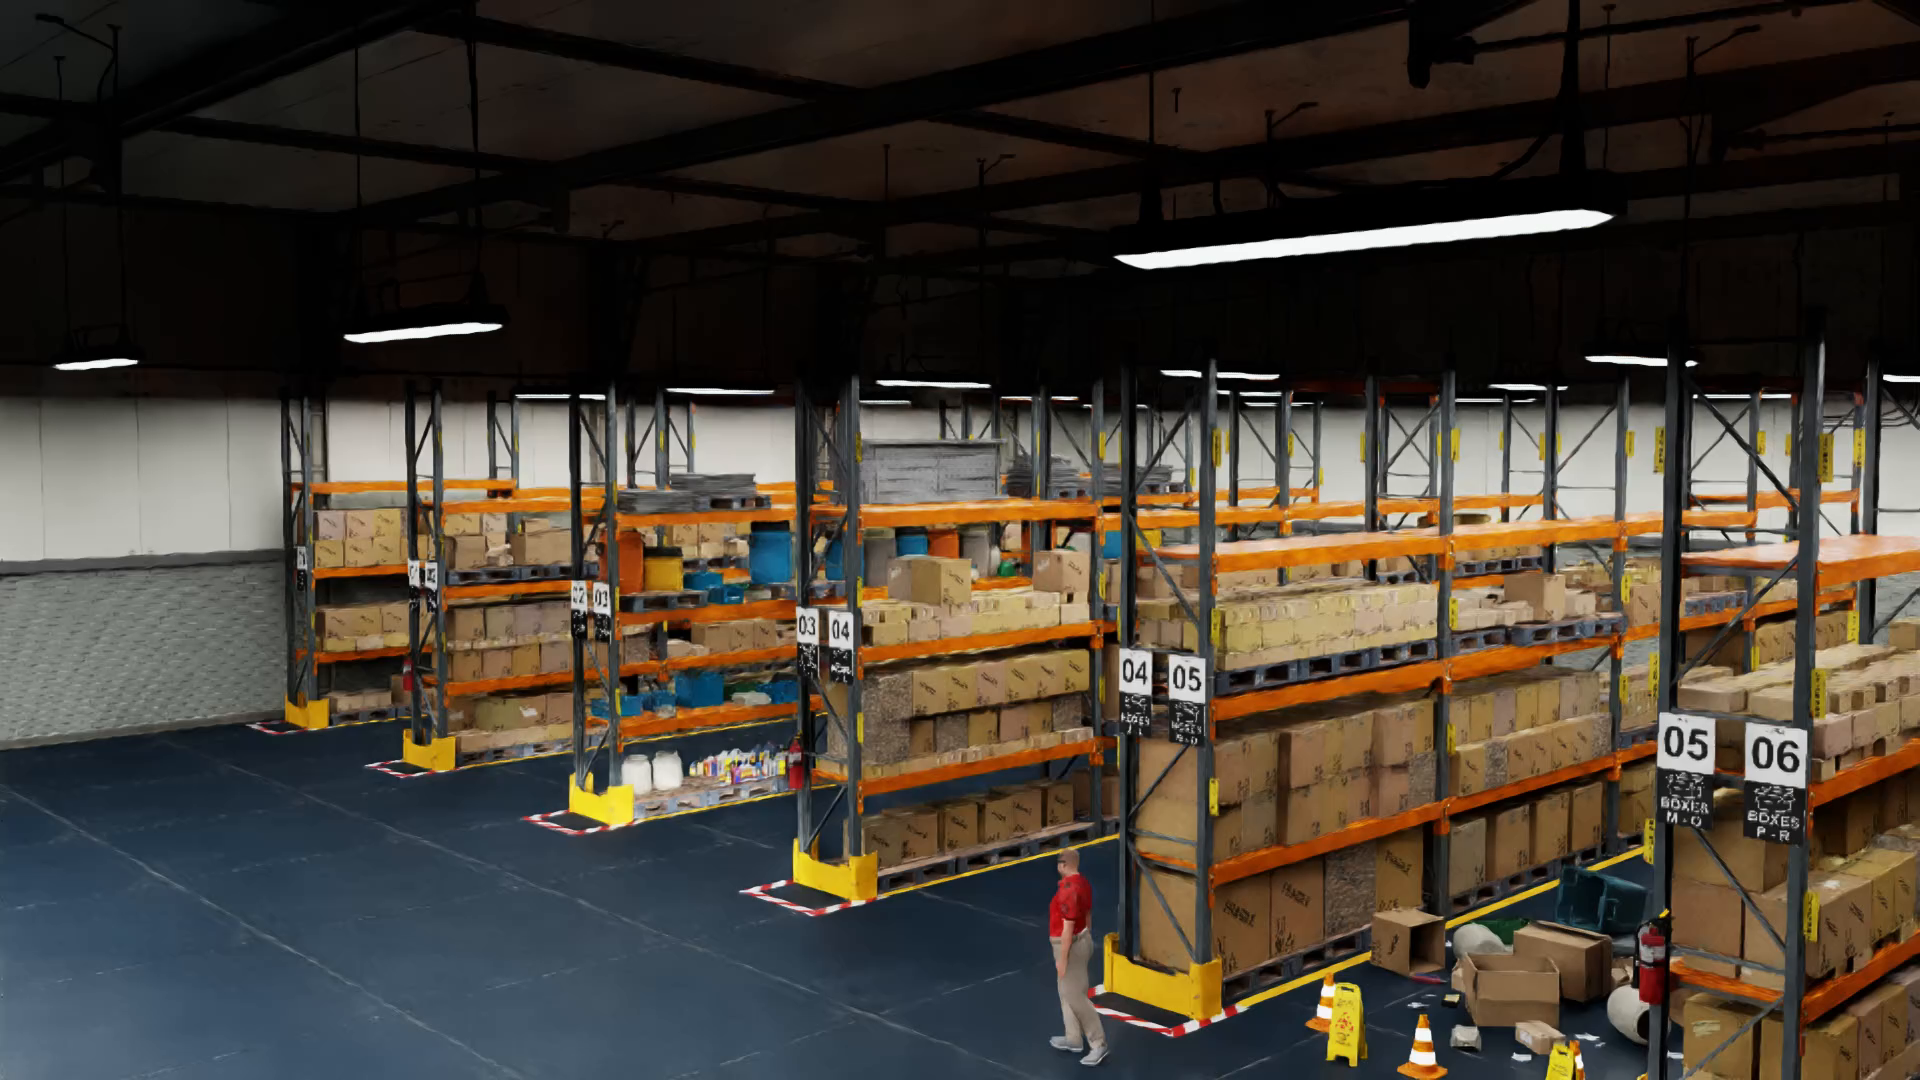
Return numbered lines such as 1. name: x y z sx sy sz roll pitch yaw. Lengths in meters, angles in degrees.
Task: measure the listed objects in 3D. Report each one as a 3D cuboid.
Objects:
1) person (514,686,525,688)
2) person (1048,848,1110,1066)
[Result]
1. person: -7.895 2.413 29.580 0.571 1.708 1.033 3 5 38
2. person: 0.992 3.429 13.826 0.568 1.718 0.656 1 4 18
